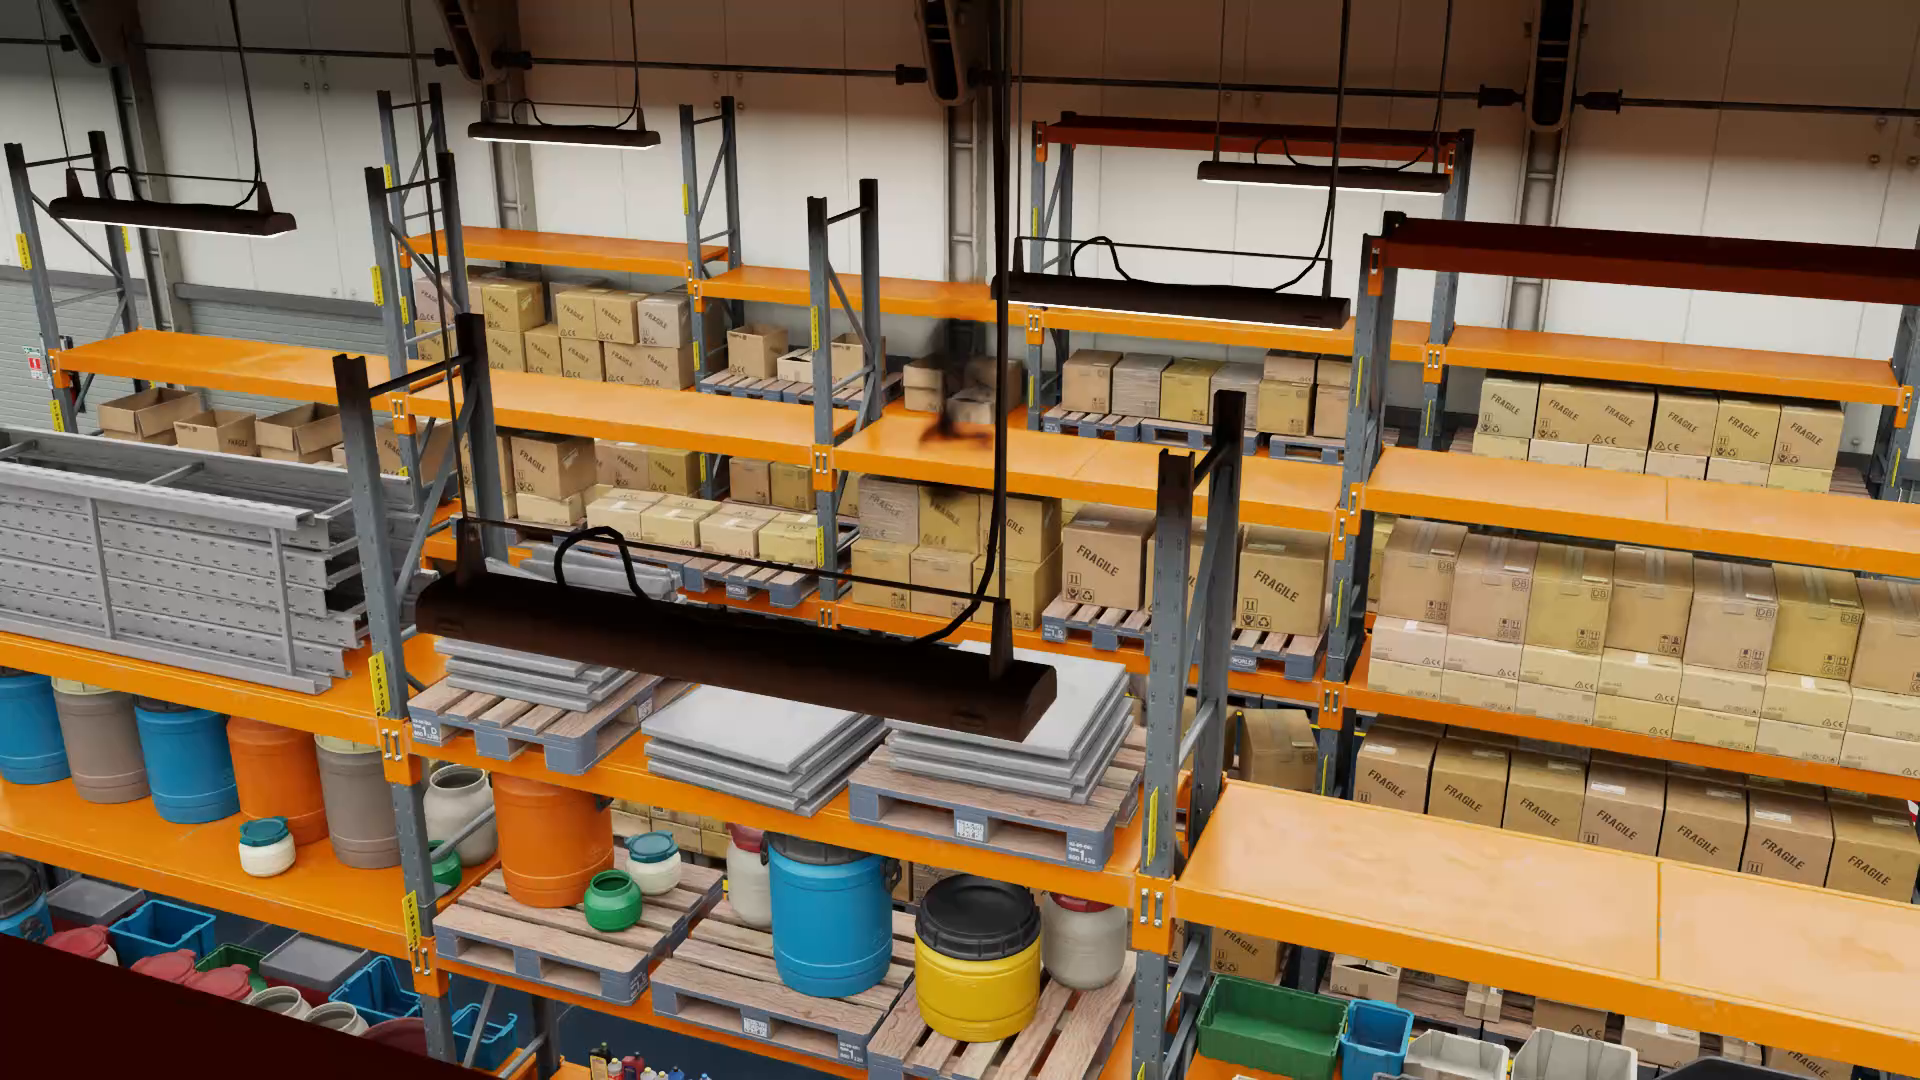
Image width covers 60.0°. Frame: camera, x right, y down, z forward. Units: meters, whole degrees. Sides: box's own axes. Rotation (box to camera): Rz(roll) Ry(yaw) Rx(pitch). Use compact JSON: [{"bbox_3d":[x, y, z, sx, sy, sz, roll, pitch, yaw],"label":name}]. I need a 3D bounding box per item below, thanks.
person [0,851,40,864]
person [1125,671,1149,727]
[{"bbox_3d":[-8.333,2.200,14.284,0.797,1.711,0.653,3,21,8],"label":"person"},{"bbox_3d":[1.752,1.587,16.011,0.671,1.612,0.605,7,22,17],"label":"person"}]
